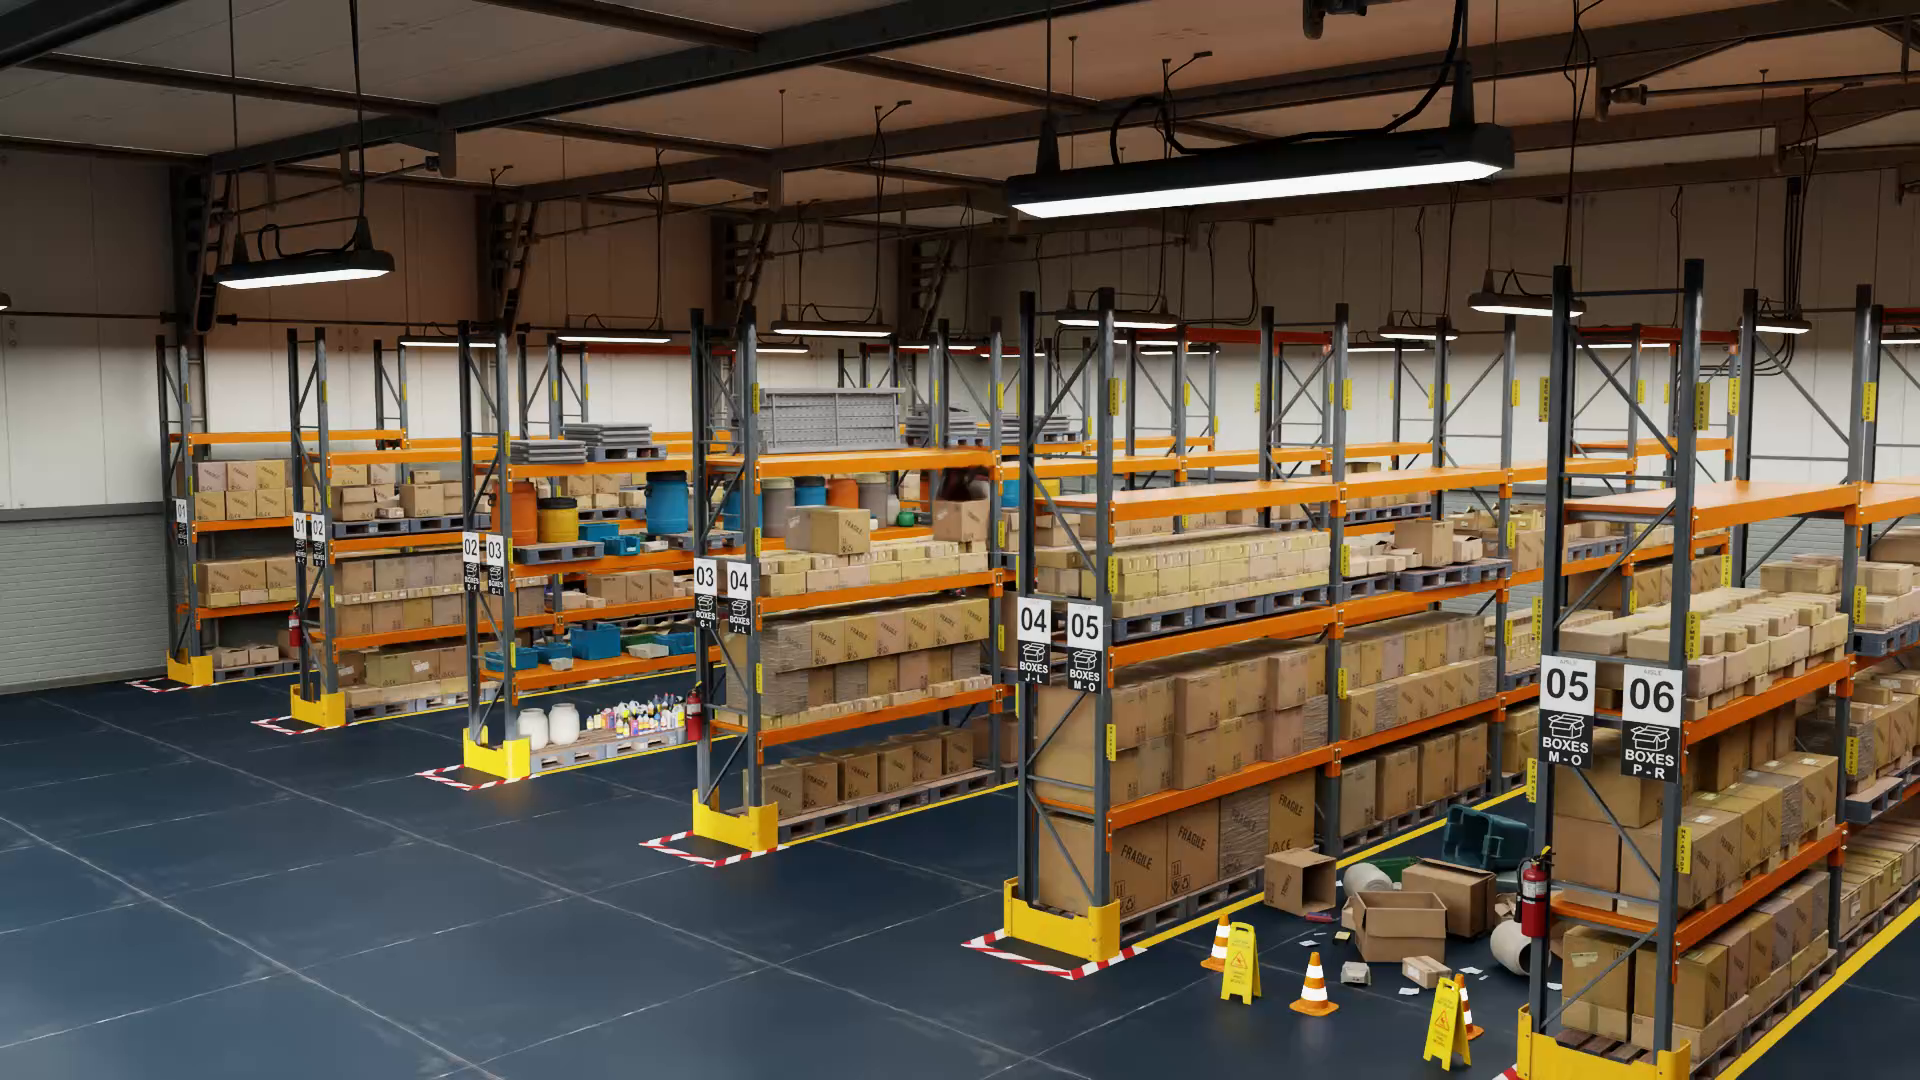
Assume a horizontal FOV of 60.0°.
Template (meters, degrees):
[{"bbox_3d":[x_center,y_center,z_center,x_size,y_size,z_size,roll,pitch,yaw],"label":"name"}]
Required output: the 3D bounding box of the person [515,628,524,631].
[{"bbox_3d":[-8.143,1.484,30.451,0.412,1.624,0.665,4,7,40],"label":"person"}]
